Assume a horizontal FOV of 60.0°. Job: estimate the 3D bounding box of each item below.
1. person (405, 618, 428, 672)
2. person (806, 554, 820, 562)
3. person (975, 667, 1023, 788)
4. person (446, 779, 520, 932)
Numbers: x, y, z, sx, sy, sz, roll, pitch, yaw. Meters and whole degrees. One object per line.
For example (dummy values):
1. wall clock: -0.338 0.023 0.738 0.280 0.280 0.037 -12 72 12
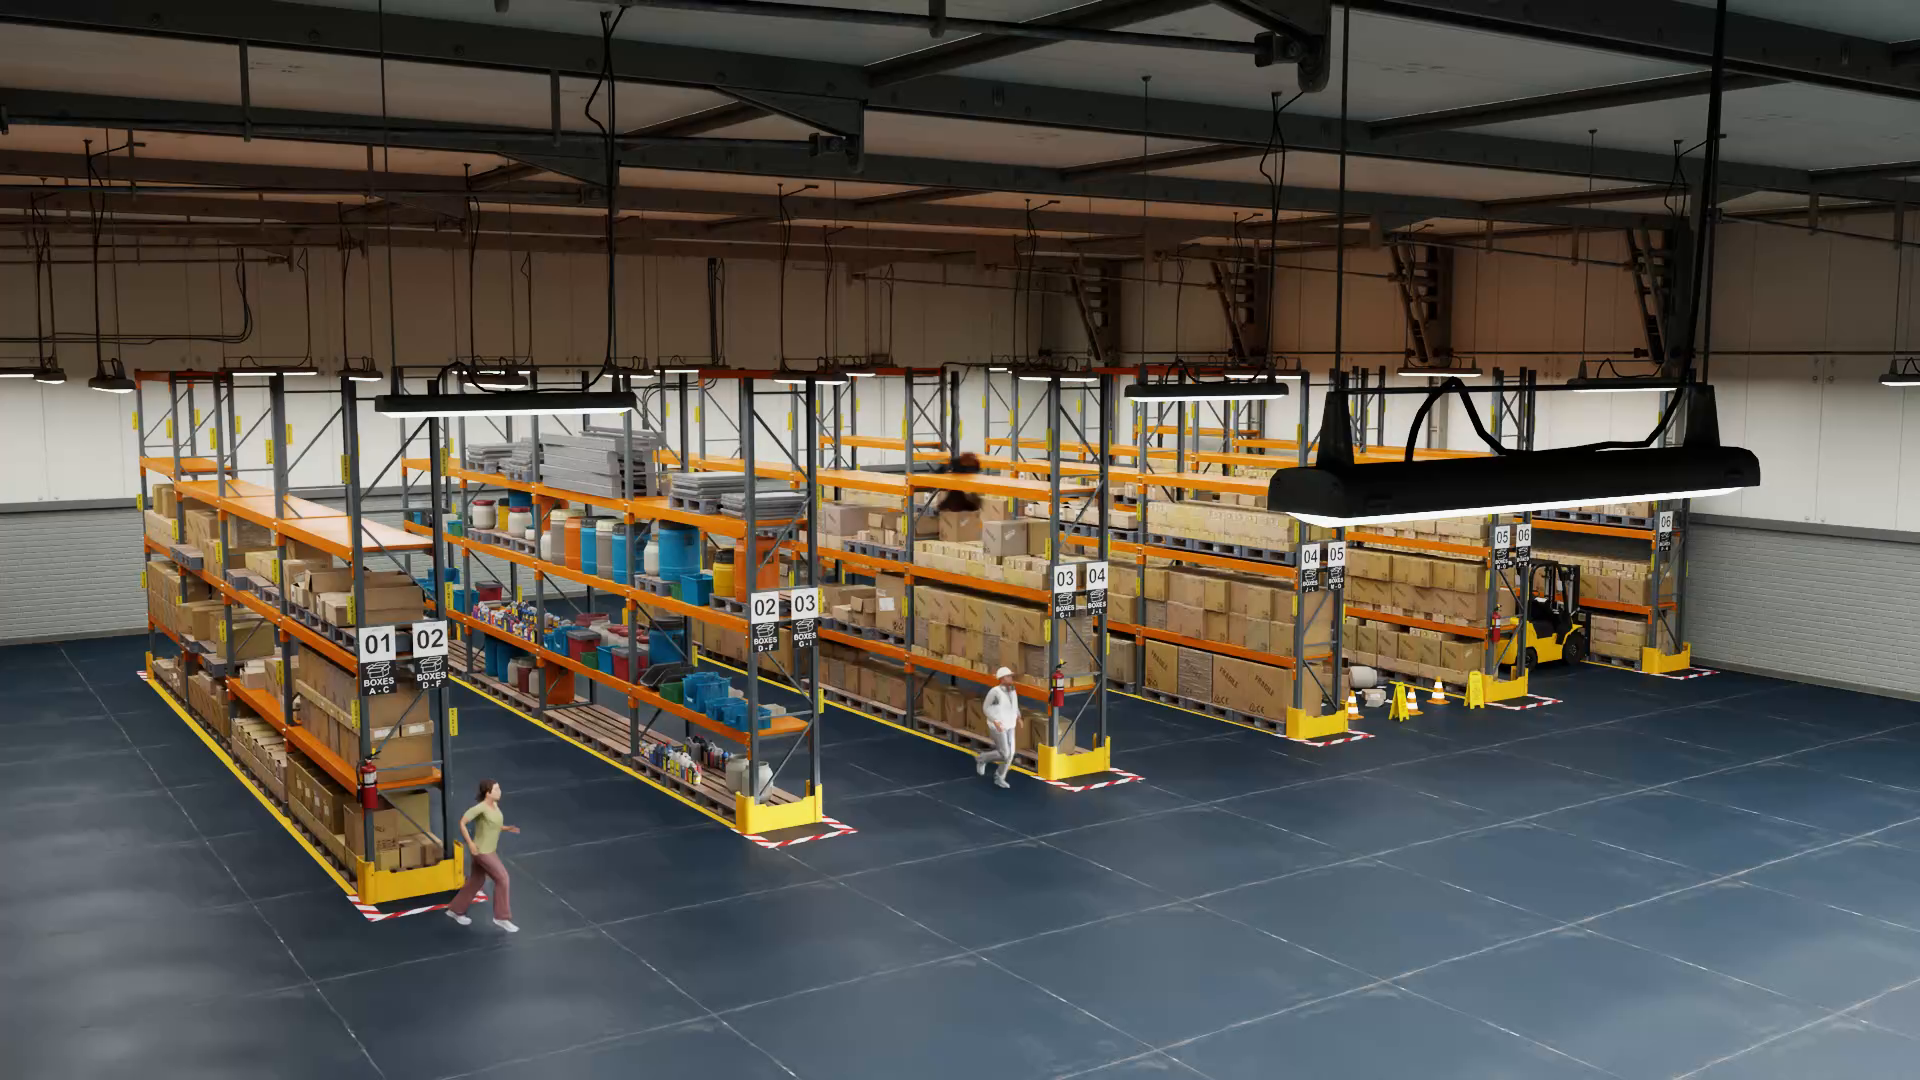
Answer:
1. person: -9.879 2.063 30.223 0.674 1.806 1.201 -4 8 -34
2. person: -3.575 0.768 41.767 0.688 1.745 0.862 6 8 41
3. person: 0.608 2.719 24.369 0.614 1.734 0.670 6 9 41
4. person: -5.256 3.453 18.265 0.842 1.699 0.515 0 6 -3
